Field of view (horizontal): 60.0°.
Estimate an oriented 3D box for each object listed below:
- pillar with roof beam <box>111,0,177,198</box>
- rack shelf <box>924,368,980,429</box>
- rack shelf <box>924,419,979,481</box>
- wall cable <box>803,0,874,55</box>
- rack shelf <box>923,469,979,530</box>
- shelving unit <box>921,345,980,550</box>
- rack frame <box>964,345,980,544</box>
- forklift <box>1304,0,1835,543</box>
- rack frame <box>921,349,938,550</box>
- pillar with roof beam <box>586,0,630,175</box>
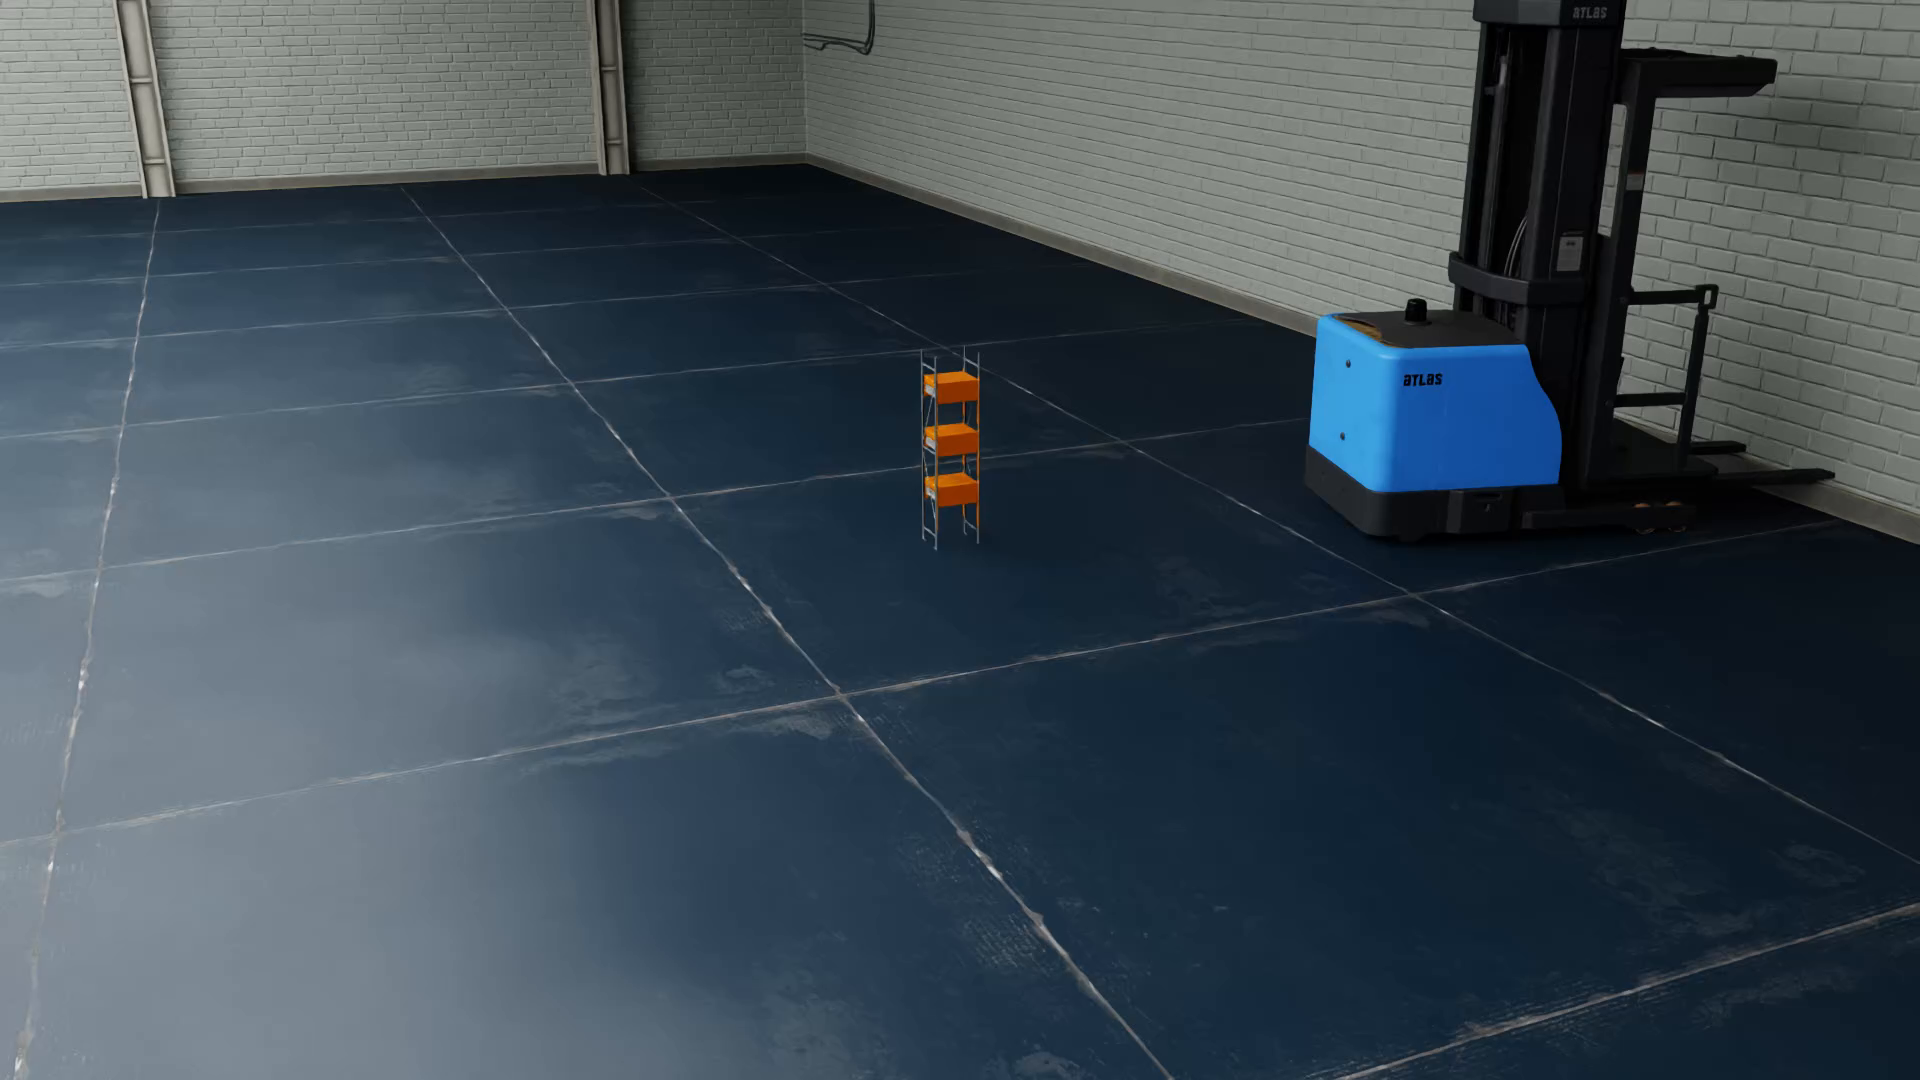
[{"bbox_3d":[-8.817,-7.456,16.650,0.400,9.000,9.100,-8,21,-22],"label":"pillar with roof beam"},{"bbox_3d":[-0.049,-0.746,8.737,0.240,0.259,0.215,-8,21,-22],"label":"rack shelf"},{"bbox_3d":[-0.049,-0.478,8.831,0.240,0.259,0.215,-8,21,-22],"label":"rack shelf"},{"bbox_3d":[-1.784,-8.078,23.091,0.112,2.526,3.097,-8,21,-22],"label":"wall cable"},{"bbox_3d":[-0.049,-0.216,8.924,0.240,0.259,0.215,-8,21,-22],"label":"rack shelf"},{"bbox_3d":[-0.049,-0.488,8.828,0.252,1.050,0.215,-8,21,-22],"label":"shelving unit"},{"bbox_3d":[0.063,-0.504,8.873,0.008,1.050,0.200,-8,21,-22],"label":"rack frame"},{"bbox_3d":[3.579,-1.585,9.110,3.031,2.935,1.130,-3,20,-9],"label":"forklift"},{"bbox_3d":[-0.161,-0.472,8.782,0.008,1.050,0.200,-8,21,-22],"label":"rack frame"},{"bbox_3d":[-3.308,-8.246,18.891,0.400,9.000,9.100,-8,21,-22],"label":"pillar with roof beam"}]
